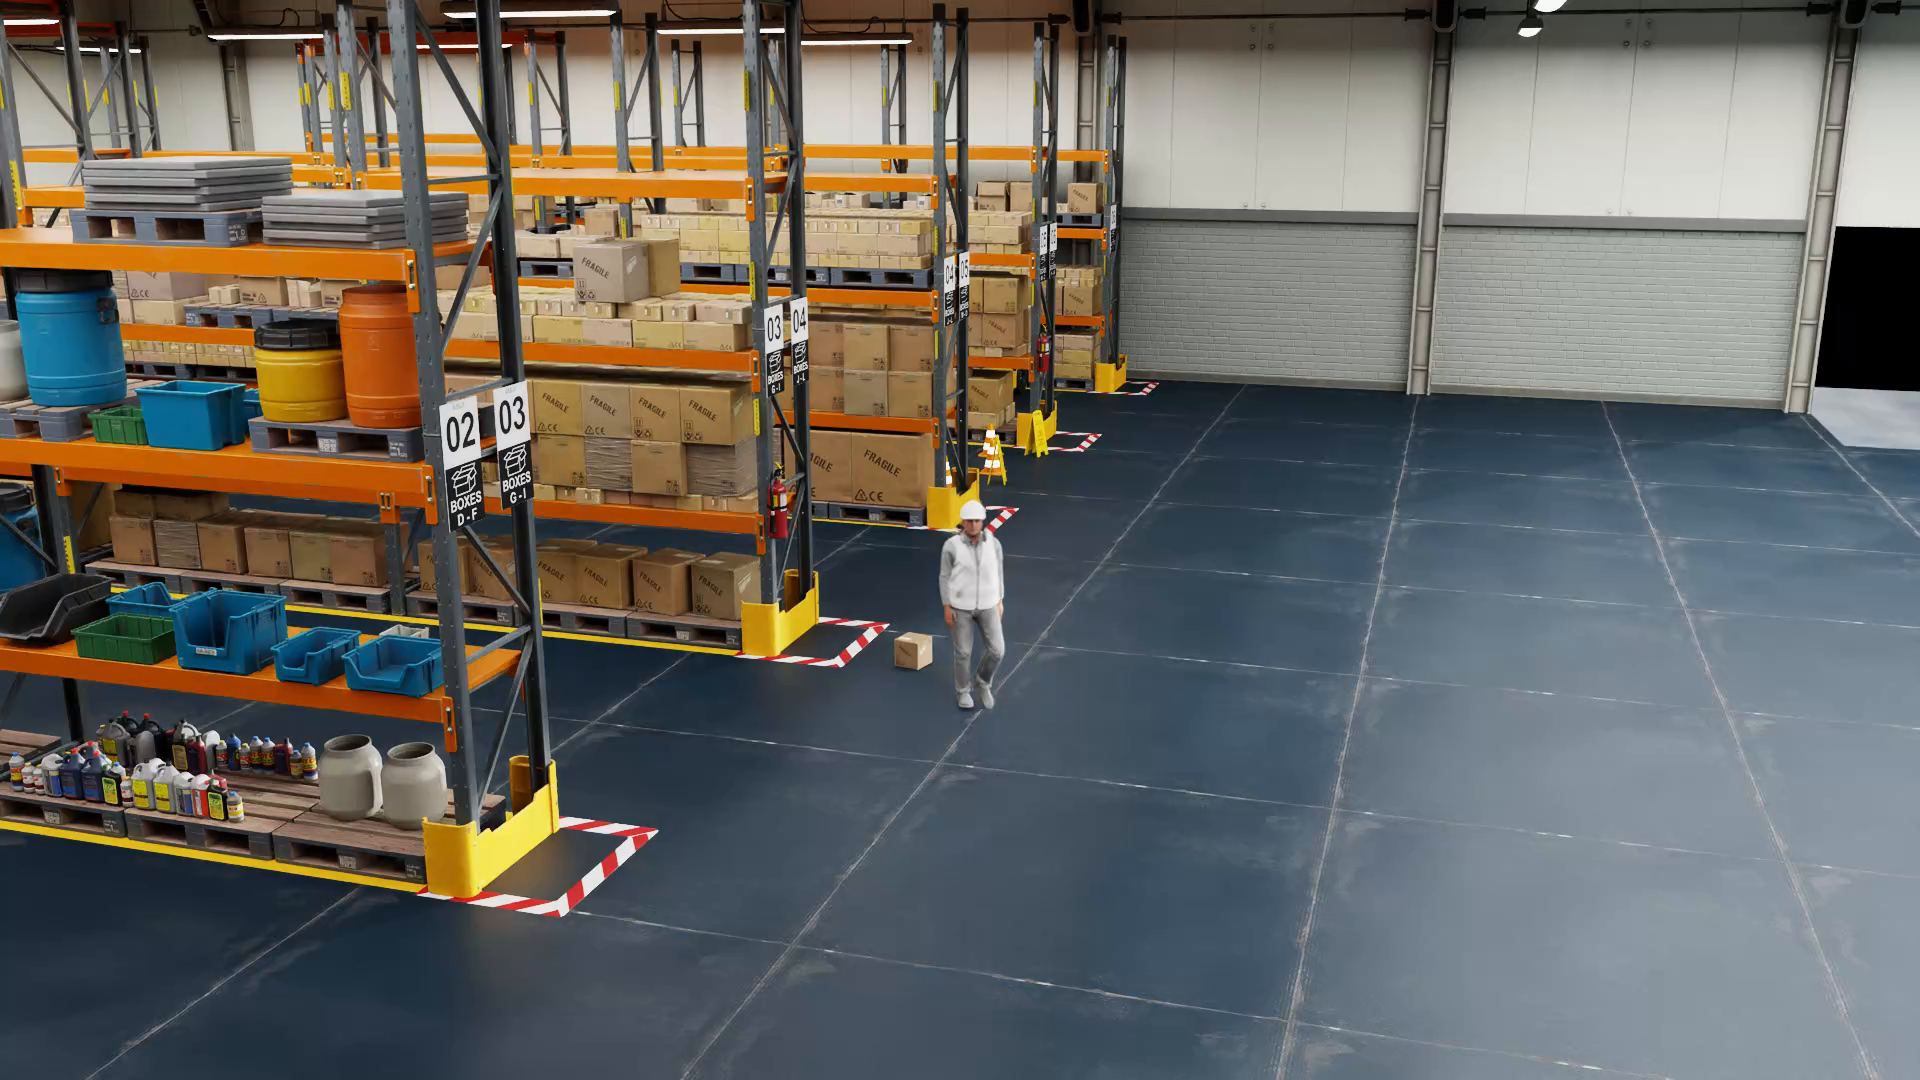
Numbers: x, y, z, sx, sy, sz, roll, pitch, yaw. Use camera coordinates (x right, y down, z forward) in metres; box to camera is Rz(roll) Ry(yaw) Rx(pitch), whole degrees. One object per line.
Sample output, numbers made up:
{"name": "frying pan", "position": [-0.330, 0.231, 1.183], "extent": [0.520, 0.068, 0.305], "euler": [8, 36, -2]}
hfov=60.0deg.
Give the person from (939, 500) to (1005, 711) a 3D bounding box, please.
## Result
{"name": "person", "position": [0.112, 0.567, 13.801], "extent": [0.559, 1.805, 0.483], "euler": [-3, 15, -12]}
